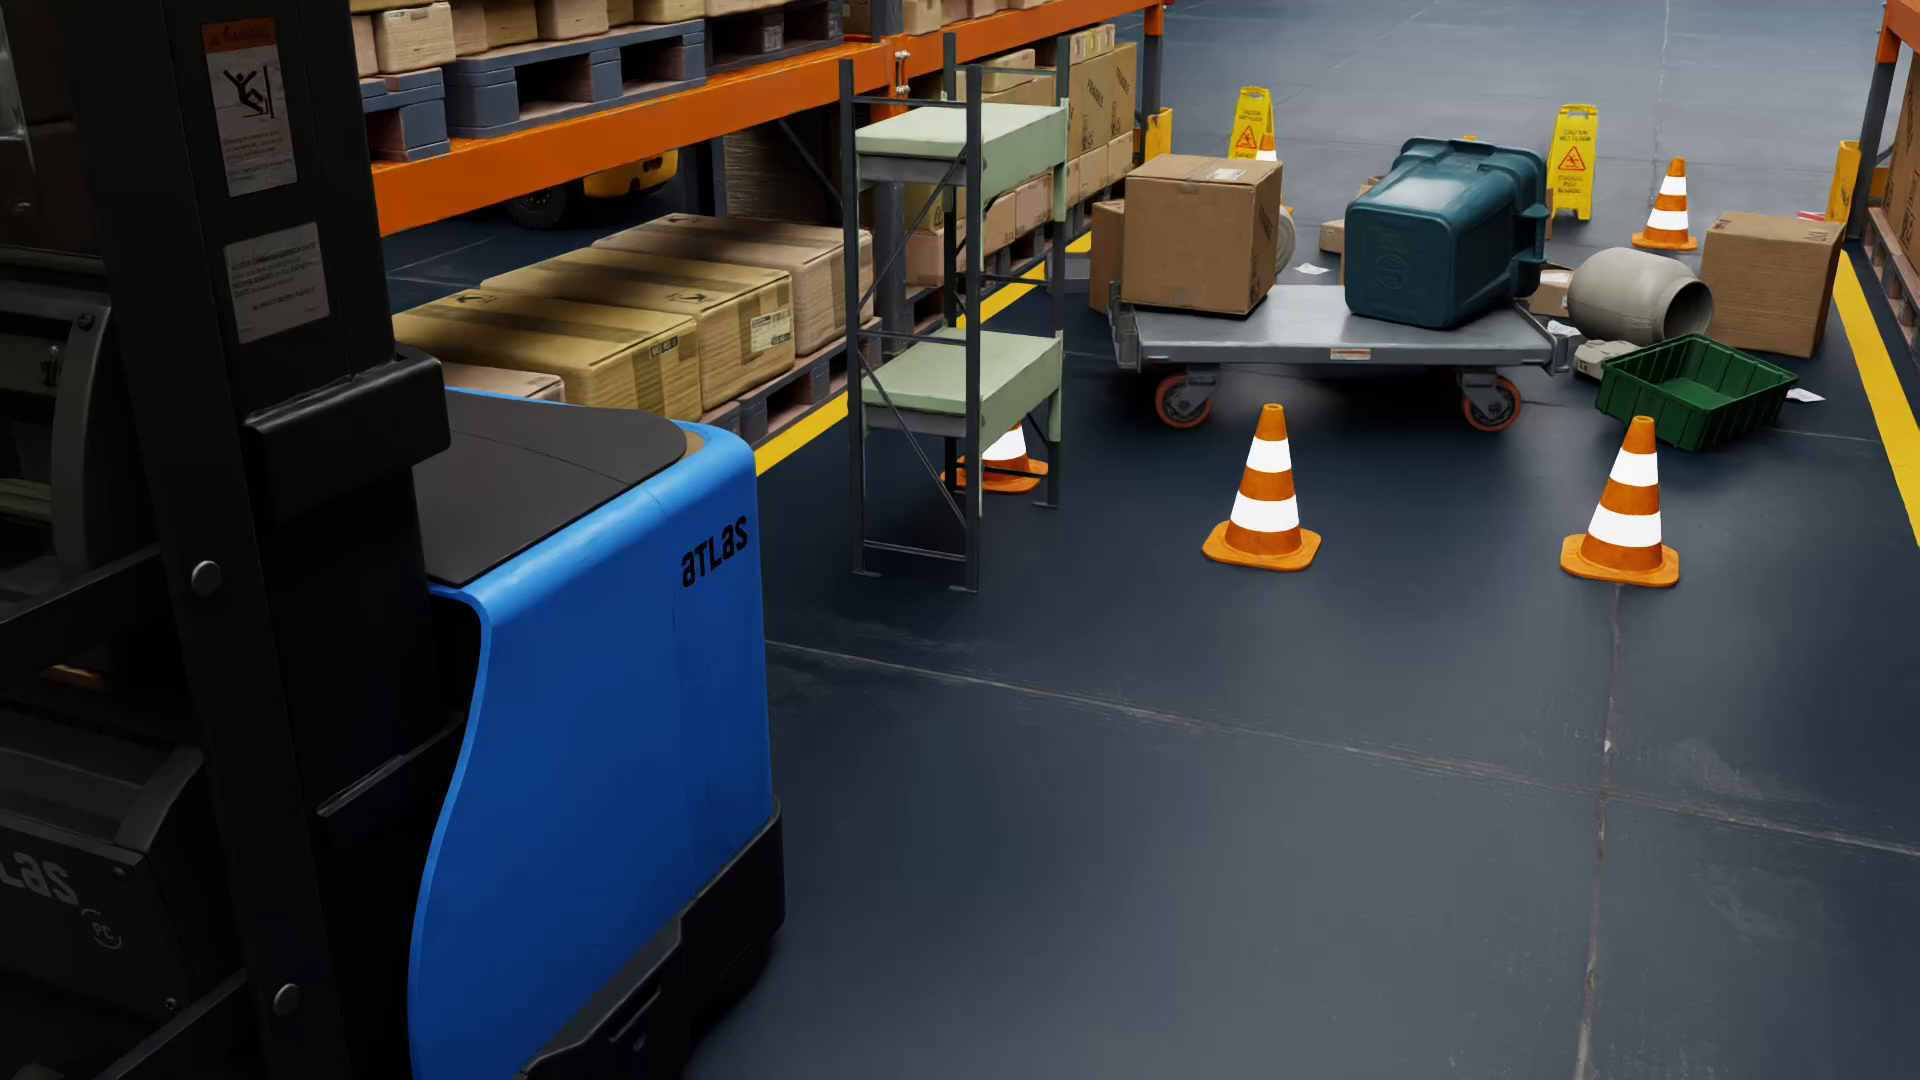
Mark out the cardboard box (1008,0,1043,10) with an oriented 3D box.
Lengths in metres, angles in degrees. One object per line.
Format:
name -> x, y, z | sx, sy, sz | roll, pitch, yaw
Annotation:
cardboard box -> 0.182, -2.661, 8.054 | 0.380, 0.149, 0.250 | 9, 24, 20

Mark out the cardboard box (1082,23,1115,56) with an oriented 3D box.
cardboard box -> 0.640, -2.790, 9.246 | 0.380, 0.149, 0.250 | 10, 24, 22

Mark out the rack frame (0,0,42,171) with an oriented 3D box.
rack frame -> -2.202, -0.822, 3.326 | 1.000, 3.000, 0.127 | 9, 24, 20

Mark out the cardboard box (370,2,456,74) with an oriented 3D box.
cardboard box -> -1.507, -1.273, 4.186 | 0.380, 0.149, 0.250 | 9, 24, 20

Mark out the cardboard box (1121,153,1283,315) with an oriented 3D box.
cardboard box -> 0.947, -1.205, 6.504 | 0.500, 0.500, 0.500 | 9, 24, 20

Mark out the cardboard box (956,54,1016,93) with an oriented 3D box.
cardboard box -> 0.045, -2.217, 7.873 | 0.380, 0.149, 0.250 | 10, 25, 22

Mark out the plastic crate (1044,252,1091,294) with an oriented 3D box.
plastic crate -> 0.628, -1.351, 8.380 | 0.402, 0.080, 0.583 | 1, 23, 2

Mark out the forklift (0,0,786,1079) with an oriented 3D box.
forklift -> -1.394, -0.111, 1.712 | 1.130, 2.935, 3.031 | 9, 24, 21

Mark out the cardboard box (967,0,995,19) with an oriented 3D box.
cardboard box -> -0.061, -2.485, 7.633 | 0.380, 0.149, 0.250 | 10, 25, 22

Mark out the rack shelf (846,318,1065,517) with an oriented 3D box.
rack shelf -> 0.002, -0.394, 5.092 | 0.431, 0.370, 0.720 | 9, 24, 20

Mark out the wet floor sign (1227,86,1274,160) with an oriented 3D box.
wet floor sign -> 1.833, -2.513, 10.430 | 0.267, 0.644, 0.232 | 19, 29, 38

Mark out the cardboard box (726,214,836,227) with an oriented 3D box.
cardboard box -> -0.746, -1.428, 7.801 | 0.500, 0.250, 0.500 | 10, 25, 22

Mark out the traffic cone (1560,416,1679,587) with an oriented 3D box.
traffic cone -> 2.017, -0.147, 5.001 | 0.336, 0.463, 0.334 | 9, 24, 20

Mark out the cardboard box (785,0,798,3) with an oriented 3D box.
cardboard box -> -0.766, -2.016, 5.965 | 0.380, 0.149, 0.250 | 8, 24, 18

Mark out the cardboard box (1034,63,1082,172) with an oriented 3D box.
cardboard box -> 0.329, -2.265, 8.830 | 0.500, 0.500, 0.500 | 8, 24, 19

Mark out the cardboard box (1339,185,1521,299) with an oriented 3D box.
cardboard box -> 2.128, -1.269, 7.458 | 0.797, 0.637, 0.503 | 9, 24, 20

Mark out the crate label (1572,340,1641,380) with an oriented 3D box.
crate label -> 2.678, -0.729, 6.817 | 0.298, 0.136, 0.250 | -7, 24, -17

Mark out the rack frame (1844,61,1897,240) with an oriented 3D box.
rack frame -> 5.403, -3.012, 8.570 | 1.000, 3.000, 0.127 | 9, 24, 20

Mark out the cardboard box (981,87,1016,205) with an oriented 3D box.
cardboard box -> -0.059, -1.890, 7.933 | 0.500, 0.500, 0.500 | 10, 25, 22

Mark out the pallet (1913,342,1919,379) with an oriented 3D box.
pallet -> 4.272, -0.555, 6.305 | 1.003, 0.211, 1.213 | 9, 24, 20

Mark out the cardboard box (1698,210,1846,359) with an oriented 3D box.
cardboard box -> 3.541, -1.131, 7.306 | 0.500, 0.500, 0.500 | 13, 26, 29

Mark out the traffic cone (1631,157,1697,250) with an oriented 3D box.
traffic cone -> 3.887, -1.855, 9.091 | 0.336, 0.463, 0.334 | 9, 24, 20

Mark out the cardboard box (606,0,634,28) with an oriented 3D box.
cardboard box -> -1.237, -1.665, 5.125 | 0.380, 0.149, 0.250 | 8, 24, 18

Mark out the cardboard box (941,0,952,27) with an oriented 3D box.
cardboard box -> -0.256, -2.302, 7.196 | 0.380, 0.149, 0.250 | 10, 24, 22

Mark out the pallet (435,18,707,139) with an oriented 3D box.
pallet -> -1.505, -1.448, 5.073 | 1.003, 0.211, 1.213 | 9, 24, 20

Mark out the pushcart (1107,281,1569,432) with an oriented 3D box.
pushcart -> 1.419, -0.735, 6.520 | 1.648, 0.377, 0.936 | 1, 23, 2

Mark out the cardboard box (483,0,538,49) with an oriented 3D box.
cardboard box -> -1.421, -1.477, 4.675 | 0.380, 0.149, 0.250 | 10, 25, 22

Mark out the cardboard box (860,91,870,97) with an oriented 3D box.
cardboard box -> -0.559, -1.957, 8.093 | 0.500, 0.500, 0.500 | 9, 24, 21

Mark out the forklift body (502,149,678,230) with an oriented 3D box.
forklift body -> -2.851, -3.063, 9.792 | 2.313, 2.155, 1.214 | 9, 24, 20

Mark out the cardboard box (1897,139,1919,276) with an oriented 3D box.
cardboard box -> 4.887, -1.658, 7.540 | 0.875, 0.875, 0.875 | 8, 24, 19

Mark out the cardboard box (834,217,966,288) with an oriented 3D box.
cardboard box -> -0.247, -1.351, 7.615 | 0.500, 0.250, 0.500 | 8, 24, 18

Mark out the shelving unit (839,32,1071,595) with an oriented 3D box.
shelving unit -> 0.002, -0.694, 4.967 | 0.431, 1.500, 0.755 | 9, 24, 20

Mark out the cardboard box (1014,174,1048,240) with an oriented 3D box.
cardboard box -> 0.136, -1.734, 8.532 | 0.500, 0.250, 0.500 | 8, 24, 19

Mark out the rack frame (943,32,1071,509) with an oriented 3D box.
rack frame -> 0.138, -0.825, 5.280 | 0.400, 1.500, 0.023 | 9, 24, 20

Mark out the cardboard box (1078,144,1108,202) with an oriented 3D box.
cardboard box -> 0.519, -2.098, 9.403 | 0.500, 0.250, 0.500 | 9, 24, 20

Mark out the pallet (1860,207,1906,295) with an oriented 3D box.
pallet -> 5.178, -1.428, 8.395 | 1.003, 0.211, 1.213 | 9, 24, 20

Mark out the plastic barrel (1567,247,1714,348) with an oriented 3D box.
plastic barrel -> 2.914, -1.018, 7.137 | 0.421, 0.421, 0.512 | -12, 25, -26

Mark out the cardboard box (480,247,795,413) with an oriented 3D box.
cardboard box -> -1.173, -0.789, 6.111 | 0.950, 0.372, 0.625 | 10, 25, 23

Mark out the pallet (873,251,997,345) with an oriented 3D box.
pallet -> -0.500, -1.212, 7.878 | 1.003, 0.211, 1.213 | 9, 24, 20

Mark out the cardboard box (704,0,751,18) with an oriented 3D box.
cardboard box -> -0.919, -1.827, 5.513 | 0.380, 0.149, 0.250 | 9, 24, 20

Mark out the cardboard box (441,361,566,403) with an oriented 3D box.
cardboard box -> -1.716, -0.269, 4.867 | 0.950, 0.372, 0.625 | 8, 24, 19

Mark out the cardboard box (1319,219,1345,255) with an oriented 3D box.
cardboard box -> 2.158, -1.611, 8.915 | 0.250, 0.149, 0.380 | -17, 28, -35

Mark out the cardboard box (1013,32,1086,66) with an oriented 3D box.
cardboard box -> 0.444, -2.607, 8.807 | 0.380, 0.149, 0.250 | 10, 25, 22

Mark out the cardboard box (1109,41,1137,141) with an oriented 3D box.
cardboard box -> 0.714, -2.632, 9.709 | 0.500, 0.500, 0.500 | 9, 24, 20

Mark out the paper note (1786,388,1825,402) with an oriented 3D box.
paper note -> 3.326, -0.581, 6.601 | 0.147, 0.020, 0.142 | -7, 24, -17

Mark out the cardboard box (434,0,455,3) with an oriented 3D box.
cardboard box -> -1.442, -1.706, 4.381 | 0.500, 0.500, 0.500 | 9, 24, 21

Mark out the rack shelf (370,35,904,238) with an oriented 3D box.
rack shelf -> -1.459, -1.206, 5.178 | 1.077, 0.370, 4.000 | 9, 24, 20

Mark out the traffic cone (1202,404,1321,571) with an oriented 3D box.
traffic cone -> 0.944, -0.192, 5.109 | 0.336, 0.463, 0.334 | 9, 24, 20

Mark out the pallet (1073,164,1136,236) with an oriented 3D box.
pallet -> 0.407, -2.085, 9.968 | 1.003, 0.211, 1.213 | 9, 24, 20

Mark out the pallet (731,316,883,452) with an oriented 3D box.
pallet -> -1.004, -0.688, 6.623 | 1.003, 0.211, 1.213 | 9, 24, 20

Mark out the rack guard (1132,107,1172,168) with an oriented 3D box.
rack guard -> 0.741, -2.504, 10.597 | 1.175, 0.500, 0.348 | 9, 24, 20
